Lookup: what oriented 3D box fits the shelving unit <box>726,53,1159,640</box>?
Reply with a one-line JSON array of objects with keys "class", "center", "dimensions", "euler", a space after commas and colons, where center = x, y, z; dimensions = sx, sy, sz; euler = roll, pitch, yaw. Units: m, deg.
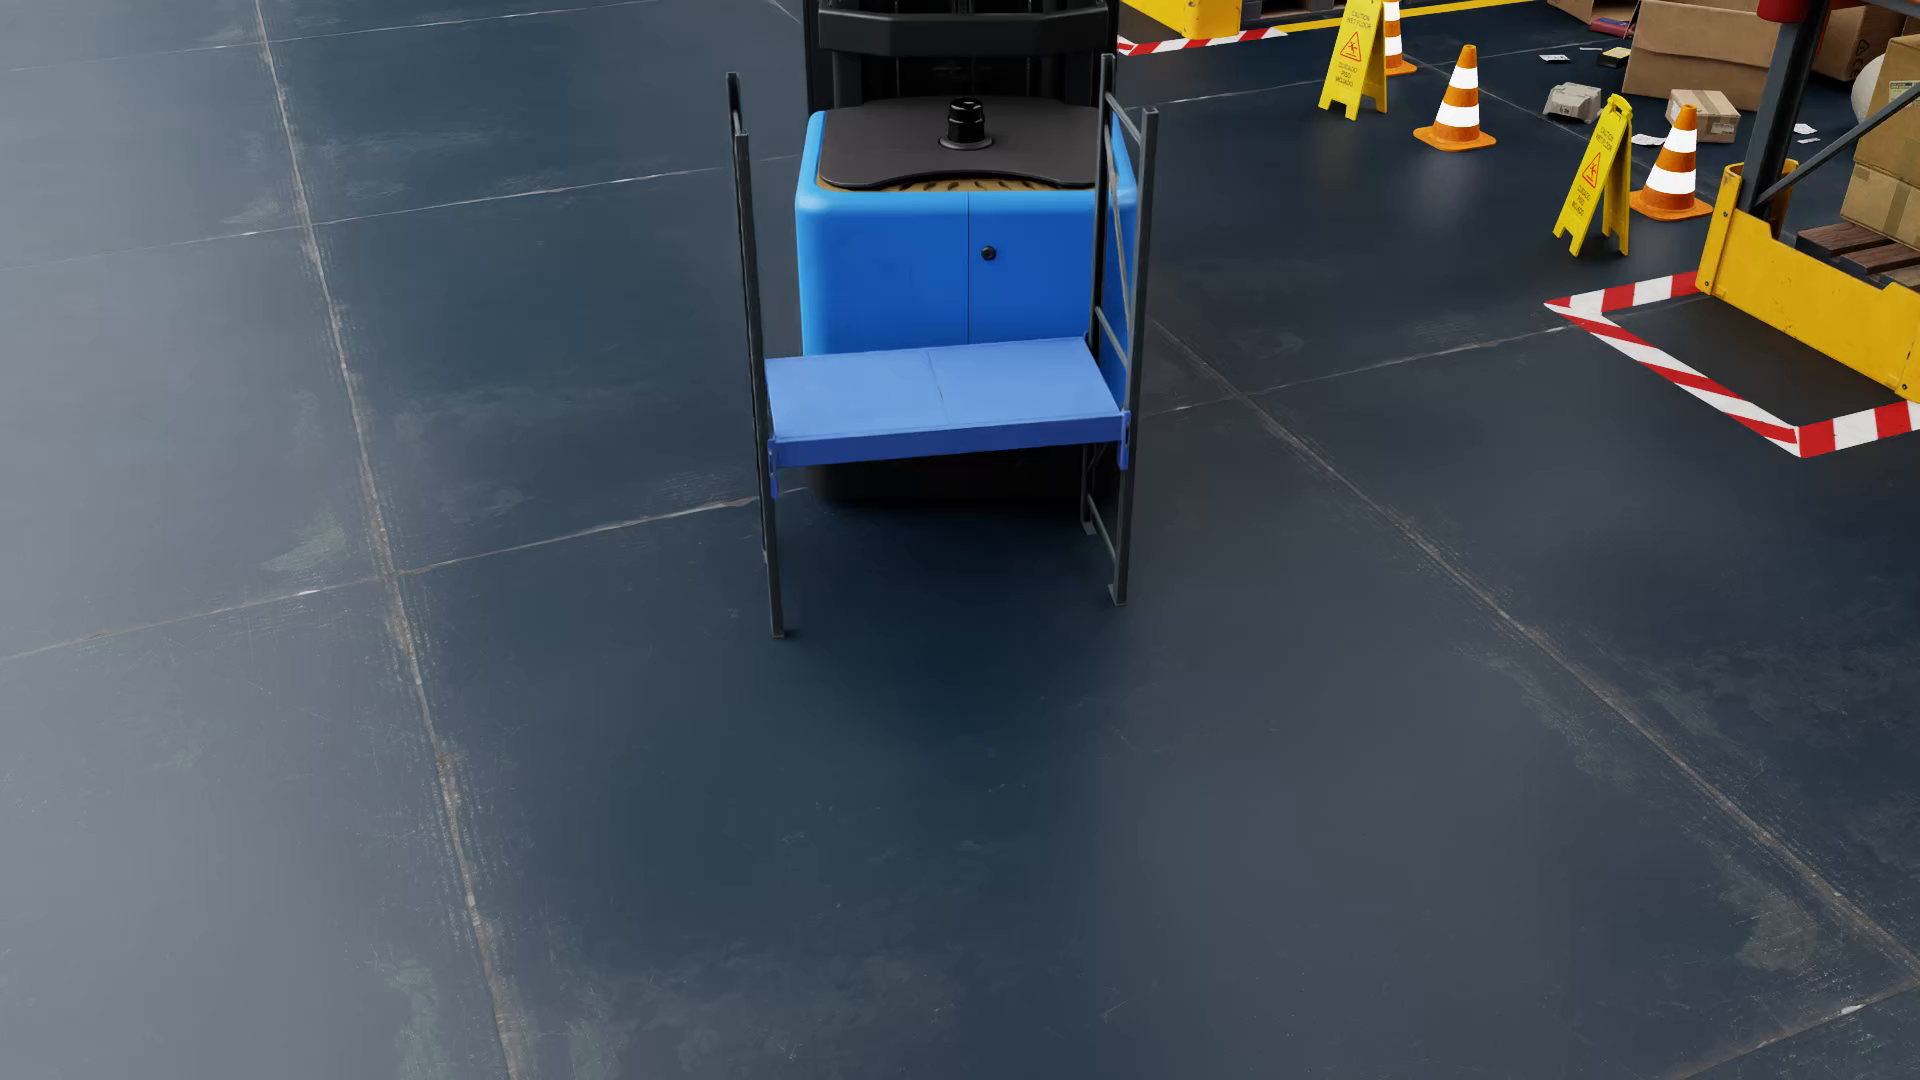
[{"class": "shelving unit", "center": [-0.062, -0.521, 4.675], "dimensions": [1.048, 1.500, 0.538], "euler": [-5, 33, -8]}]

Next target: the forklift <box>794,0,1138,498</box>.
[{"class": "forklift", "center": [-0.002, -2.131, 5.838], "dimensions": [1.130, 2.935, 3.031], "euler": [-1, 33, -1]}]

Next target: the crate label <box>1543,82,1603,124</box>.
[{"class": "crate label", "center": [3.181, -2.269, 8.611], "dimensions": [0.250, 0.136, 0.298], "euler": [23, 39, 30]}]

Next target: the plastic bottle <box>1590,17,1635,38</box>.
[{"class": "plastic bottle", "center": [3.896, -3.030, 9.851], "dimensions": [0.133, 0.061, 0.283], "euler": [-27, 42, -35]}]

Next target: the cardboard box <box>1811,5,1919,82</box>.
[{"class": "cardboard box", "center": [4.825, -2.901, 9.123], "dimensions": [0.503, 0.637, 0.797], "euler": [-13, 35, -19]}]

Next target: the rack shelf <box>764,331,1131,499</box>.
[{"class": "rack shelf", "center": [-0.062, -0.370, 4.773], "dimensions": [1.000, 0.185, 0.538], "euler": [-5, 33, -8]}]

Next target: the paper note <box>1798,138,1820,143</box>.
[{"class": "paper note", "center": [4.243, -1.996, 8.308], "dimensions": [0.123, 0.001, 0.032], "euler": [-13, 35, -19]}]

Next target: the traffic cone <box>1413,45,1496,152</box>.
[{"class": "traffic cone", "center": [2.480, -2.208, 8.219], "dimensions": [0.334, 0.463, 0.336], "euler": [-13, 35, -19]}]

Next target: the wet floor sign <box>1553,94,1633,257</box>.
[{"class": "wet floor sign", "center": [2.737, -1.557, 7.051], "dimensions": [0.232, 0.644, 0.267], "euler": [-2, 33, -2]}]

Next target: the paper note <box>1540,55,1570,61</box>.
[{"class": "paper note", "center": [3.382, -2.737, 9.429], "dimensions": [0.142, 0.017, 0.144], "euler": [-2, 33, -2]}]

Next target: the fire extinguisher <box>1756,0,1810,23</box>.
[{"class": "fire extinguisher", "center": [3.042, -2.221, 5.983], "dimensions": [0.183, 0.674, 0.296], "euler": [-13, 35, -19]}]

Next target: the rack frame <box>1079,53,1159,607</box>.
[{"class": "rack frame", "center": [0.440, -0.565, 4.743], "dimensions": [0.032, 1.500, 0.500], "euler": [-5, 33, -8]}]

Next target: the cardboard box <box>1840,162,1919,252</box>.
[{"class": "cardboard box", "center": [3.990, -1.380, 6.757], "dimensions": [0.500, 0.250, 0.500], "euler": [-13, 35, -19]}]

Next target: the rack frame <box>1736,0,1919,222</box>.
[{"class": "rack frame", "center": [3.326, -2.045, 5.643], "dimensions": [0.127, 3.000, 1.000], "euler": [-13, 35, -19]}]

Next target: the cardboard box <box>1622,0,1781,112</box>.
[{"class": "cardboard box", "center": [3.966, -2.643, 8.851], "dimensions": [0.797, 0.503, 0.637], "euler": [16, 36, 23]}]

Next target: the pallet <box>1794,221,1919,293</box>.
[{"class": "pallet", "center": [4.159, -1.046, 6.665], "dimensions": [1.213, 0.211, 1.003], "euler": [-13, 35, -19]}]

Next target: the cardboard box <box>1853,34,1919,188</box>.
[{"class": "cardboard box", "center": [3.964, -1.683, 6.536], "dimensions": [0.500, 0.500, 0.500], "euler": [-13, 35, -19]}]

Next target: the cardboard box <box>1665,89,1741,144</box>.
[{"class": "cardboard box", "center": [3.752, -2.143, 8.407], "dimensions": [0.250, 0.149, 0.380], "euler": [4, 33, 6]}]

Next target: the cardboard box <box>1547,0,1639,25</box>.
[{"class": "cardboard box", "center": [3.971, -3.467, 10.118], "dimensions": [0.500, 0.500, 0.500], "euler": [-7, 34, -11]}]

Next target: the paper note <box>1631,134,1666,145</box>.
[{"class": "paper note", "center": [3.427, -2.001, 8.298], "dimensions": [0.142, 0.019, 0.148], "euler": [-27, 42, -35]}]

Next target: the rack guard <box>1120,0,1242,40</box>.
[{"class": "rack guard", "center": [1.295, -3.460, 10.110], "dimensions": [0.348, 0.500, 1.175], "euler": [-13, 35, -19]}]

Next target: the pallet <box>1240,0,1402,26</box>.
[{"class": "pallet", "center": [2.024, -3.552, 10.516], "dimensions": [1.213, 0.211, 1.003], "euler": [-13, 35, -19]}]

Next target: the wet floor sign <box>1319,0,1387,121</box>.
[{"class": "wet floor sign", "center": [2.057, -2.525, 8.538], "dimensions": [0.232, 0.644, 0.267], "euler": [-19, 38, -27]}]

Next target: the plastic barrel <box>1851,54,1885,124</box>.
[{"class": "plastic barrel", "center": [4.645, -2.163, 8.186], "dimensions": [0.421, 0.421, 0.512], "euler": [10, 34, 14]}]

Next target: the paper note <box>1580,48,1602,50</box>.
[{"class": "paper note", "center": [3.642, -2.834, 9.597], "dimensions": [0.123, 0.001, 0.032], "euler": [4, 33, 6]}]

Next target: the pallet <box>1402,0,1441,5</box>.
[{"class": "pallet", "center": [3.147, -3.808, 10.909], "dimensions": [1.213, 0.211, 1.003], "euler": [-13, 35, -19]}]

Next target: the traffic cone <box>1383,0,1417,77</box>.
[{"class": "traffic cone", "center": [2.356, -2.848, 9.203], "dimensions": [0.334, 0.463, 0.336], "euler": [-13, 35, -19]}]

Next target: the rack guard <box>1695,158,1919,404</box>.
[{"class": "rack guard", "center": [3.396, -1.014, 6.350], "dimensions": [0.348, 0.500, 1.175], "euler": [-13, 35, -19]}]

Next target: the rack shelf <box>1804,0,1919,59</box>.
[{"class": "rack shelf", "center": [5.170, -2.166, 6.488], "dimensions": [4.000, 0.370, 1.077], "euler": [-13, 35, -19]}]

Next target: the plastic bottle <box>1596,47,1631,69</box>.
[{"class": "plastic bottle", "center": [3.729, -2.733, 9.394], "dimensions": [0.283, 0.061, 0.133], "euler": [-27, 42, -35]}]

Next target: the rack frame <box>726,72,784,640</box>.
[{"class": "rack frame", "center": [-0.564, -0.477, 4.608], "dimensions": [0.032, 1.500, 0.500], "euler": [-5, 33, -8]}]

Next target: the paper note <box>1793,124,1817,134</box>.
[{"class": "paper note", "center": [4.269, -2.101, 8.461], "dimensions": [0.142, 0.019, 0.148], "euler": [-2, 33, -2]}]

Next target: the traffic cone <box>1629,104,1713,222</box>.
[{"class": "traffic cone", "center": [3.223, -1.722, 7.472], "dimensions": [0.334, 0.463, 0.336], "euler": [-13, 35, -19]}]
